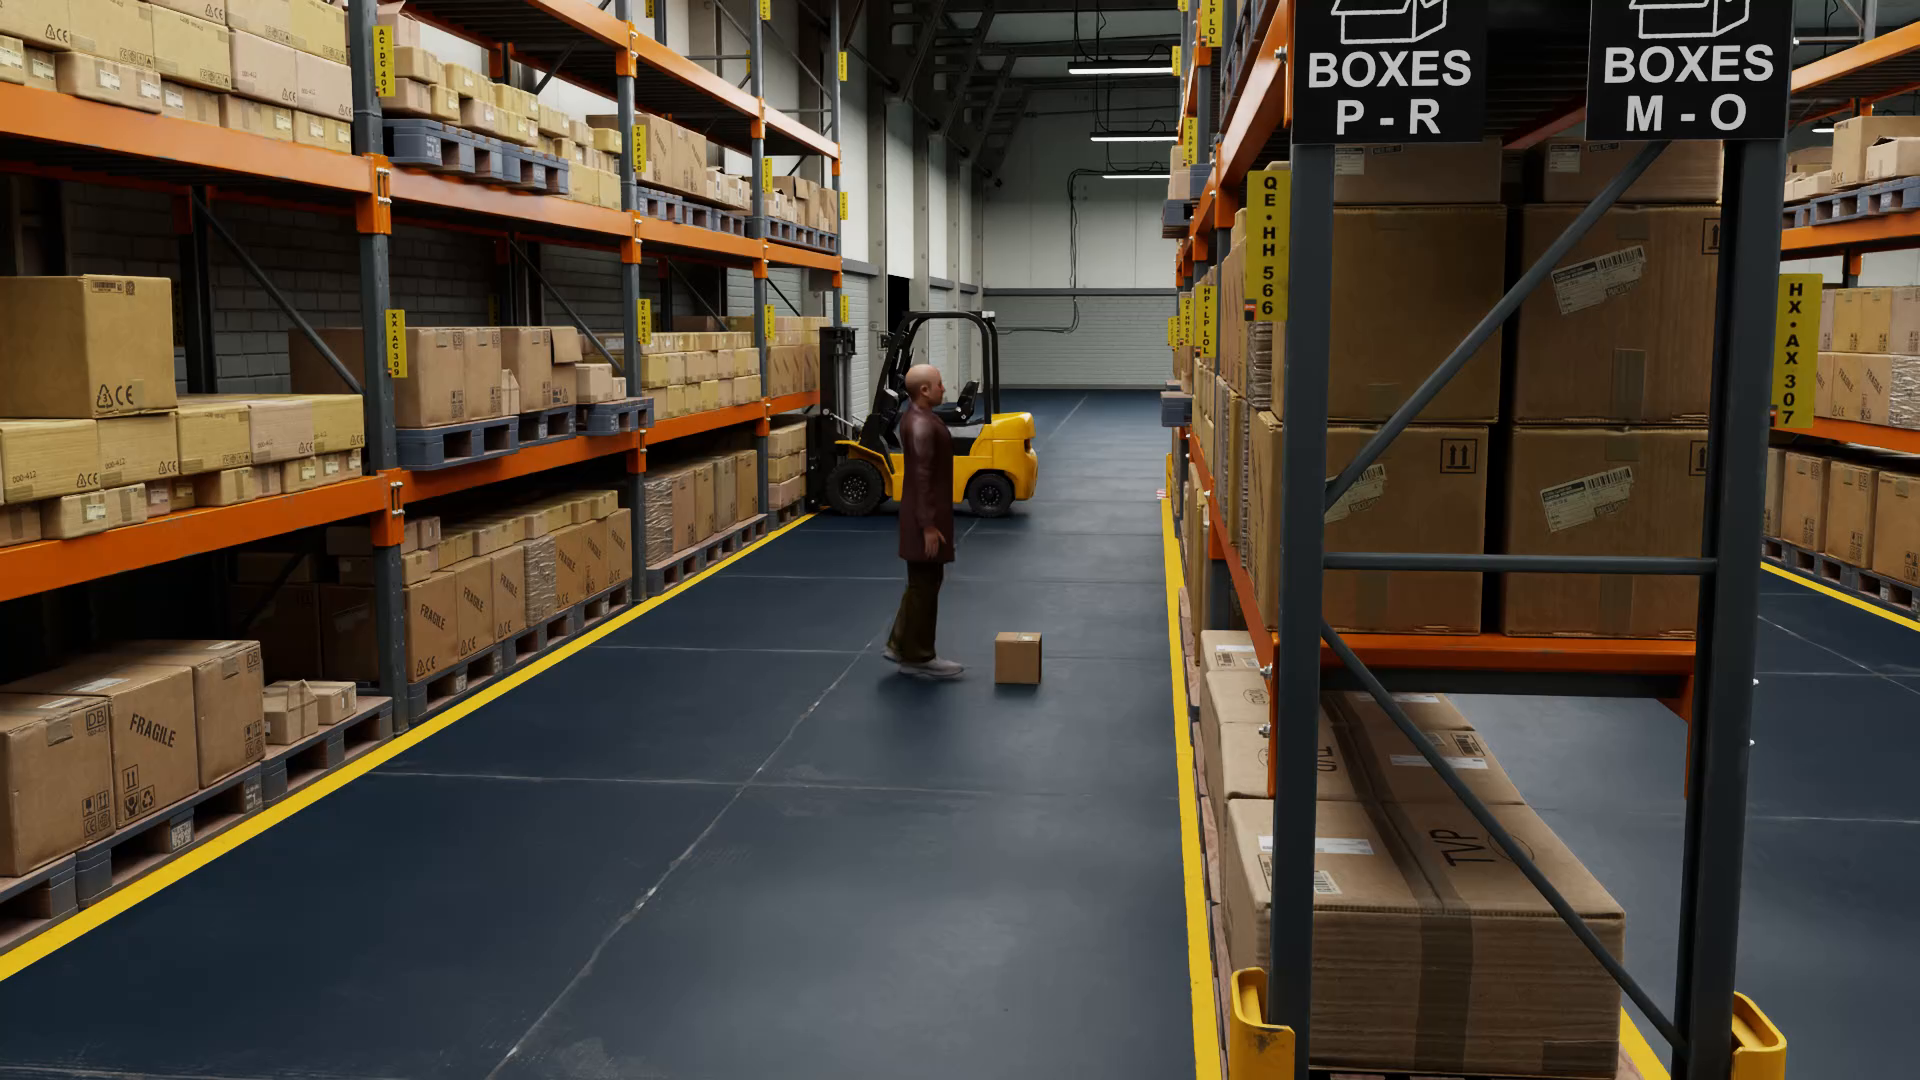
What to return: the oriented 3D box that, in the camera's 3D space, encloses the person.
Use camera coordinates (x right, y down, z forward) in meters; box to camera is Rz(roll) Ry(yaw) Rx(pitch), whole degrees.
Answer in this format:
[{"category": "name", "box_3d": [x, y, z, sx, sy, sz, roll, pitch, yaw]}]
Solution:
[{"category": "person", "box_3d": [-0.212, -0.086, 9.503, 0.459, 1.834, 0.634, -1, 7, -4]}]
